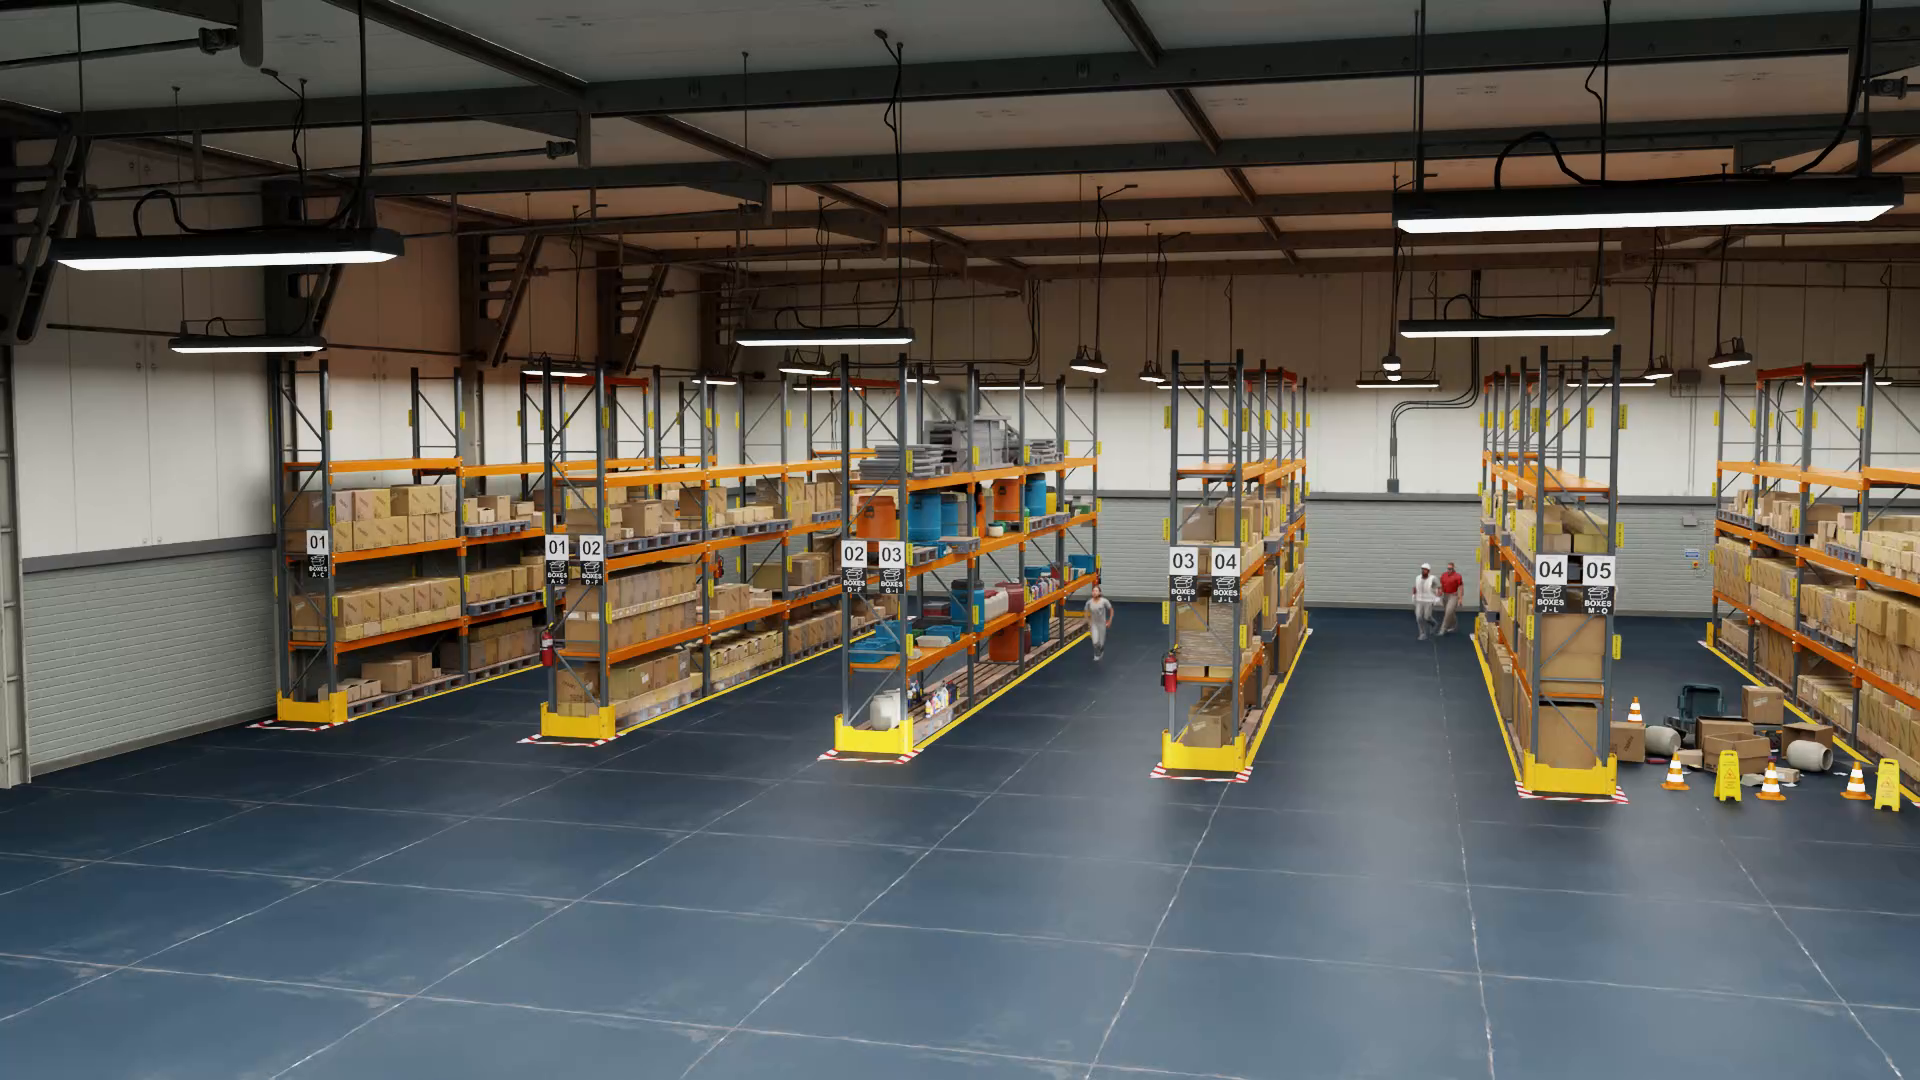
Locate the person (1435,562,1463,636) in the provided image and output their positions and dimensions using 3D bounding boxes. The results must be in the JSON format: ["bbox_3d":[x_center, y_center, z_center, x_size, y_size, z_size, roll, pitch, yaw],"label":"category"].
[{"bbox_3d":[11.364,1.355,38.751,0.995,1.681,0.553,-3,5,-36],"label":"person"}]

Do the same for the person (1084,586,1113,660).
[{"bbox_3d":[2.726,1.631,32.782,0.579,1.474,0.634,1,4,12],"label":"person"}]

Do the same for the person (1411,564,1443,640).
[{"bbox_3d":[10.665,1.405,38.010,0.720,1.742,0.629,3,5,37],"label":"person"}]
